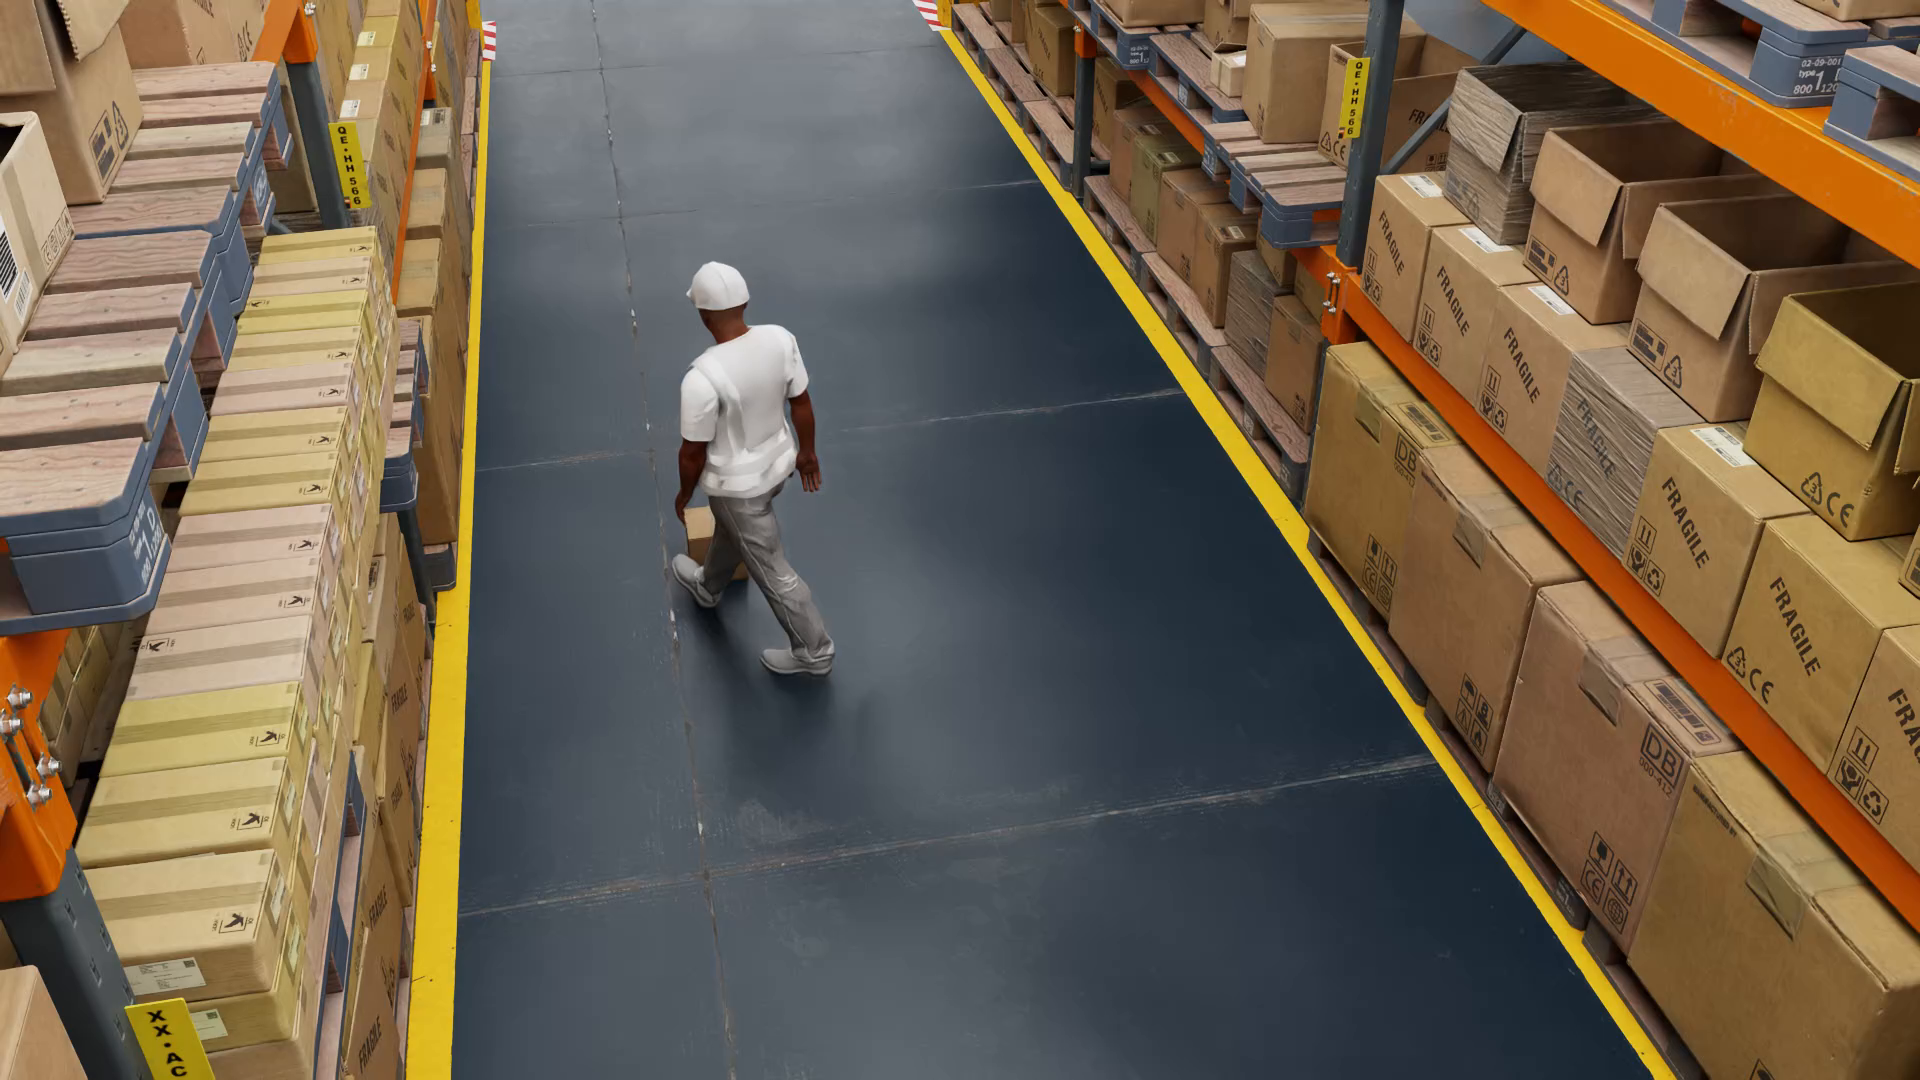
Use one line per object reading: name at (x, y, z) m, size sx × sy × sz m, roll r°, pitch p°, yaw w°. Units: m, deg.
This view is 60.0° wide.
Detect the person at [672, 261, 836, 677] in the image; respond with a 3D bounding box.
person at (-0.927, -0.301, 6.533) m, size 0.961 × 1.718 × 0.565 m, roll 17°, pitch 38°, yaw 23°
